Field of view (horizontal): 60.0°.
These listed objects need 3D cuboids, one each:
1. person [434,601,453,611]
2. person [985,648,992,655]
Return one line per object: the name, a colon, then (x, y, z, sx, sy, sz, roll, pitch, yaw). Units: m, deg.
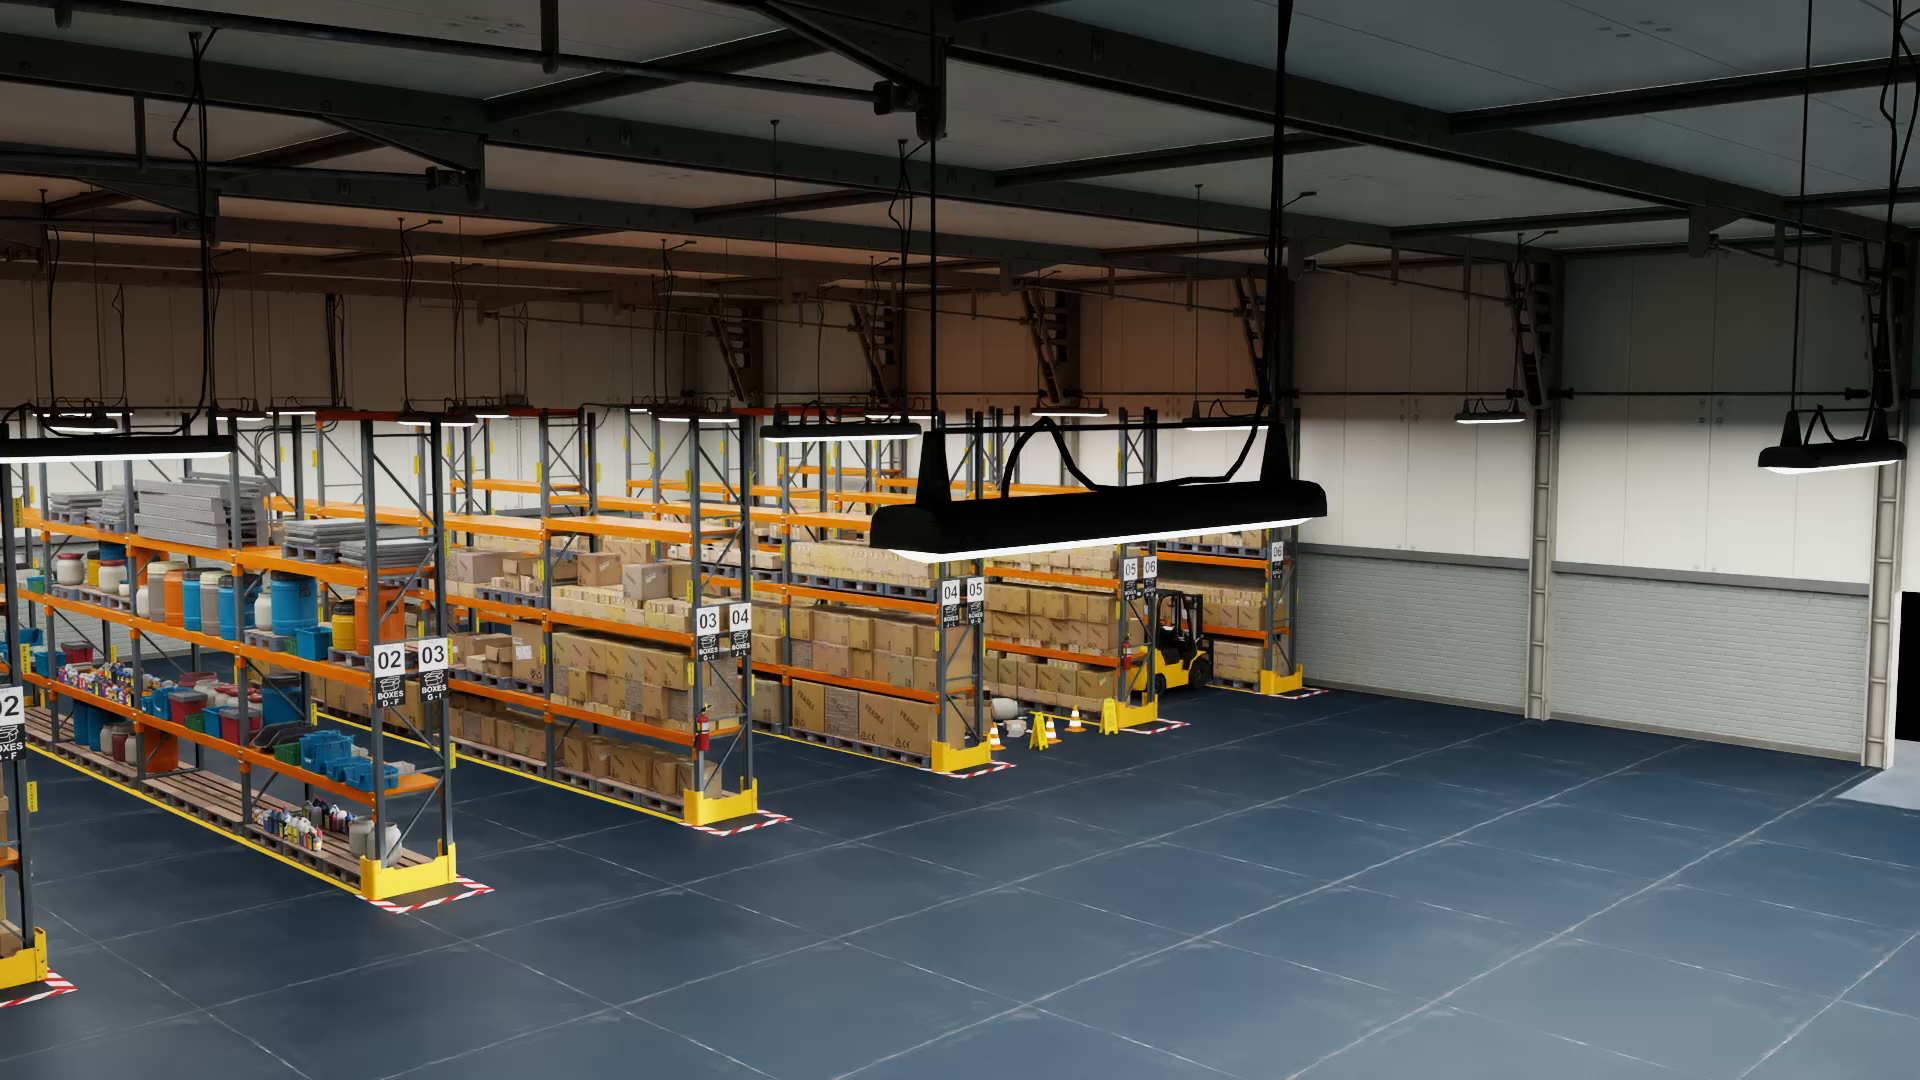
person: (-13.212, 1.677, 42.717, 0.543, 1.711, 0.525, 0, 5, -2)
person: (0.660, 2.207, 37.720, 0.362, 1.623, 0.443, 2, 5, 17)
